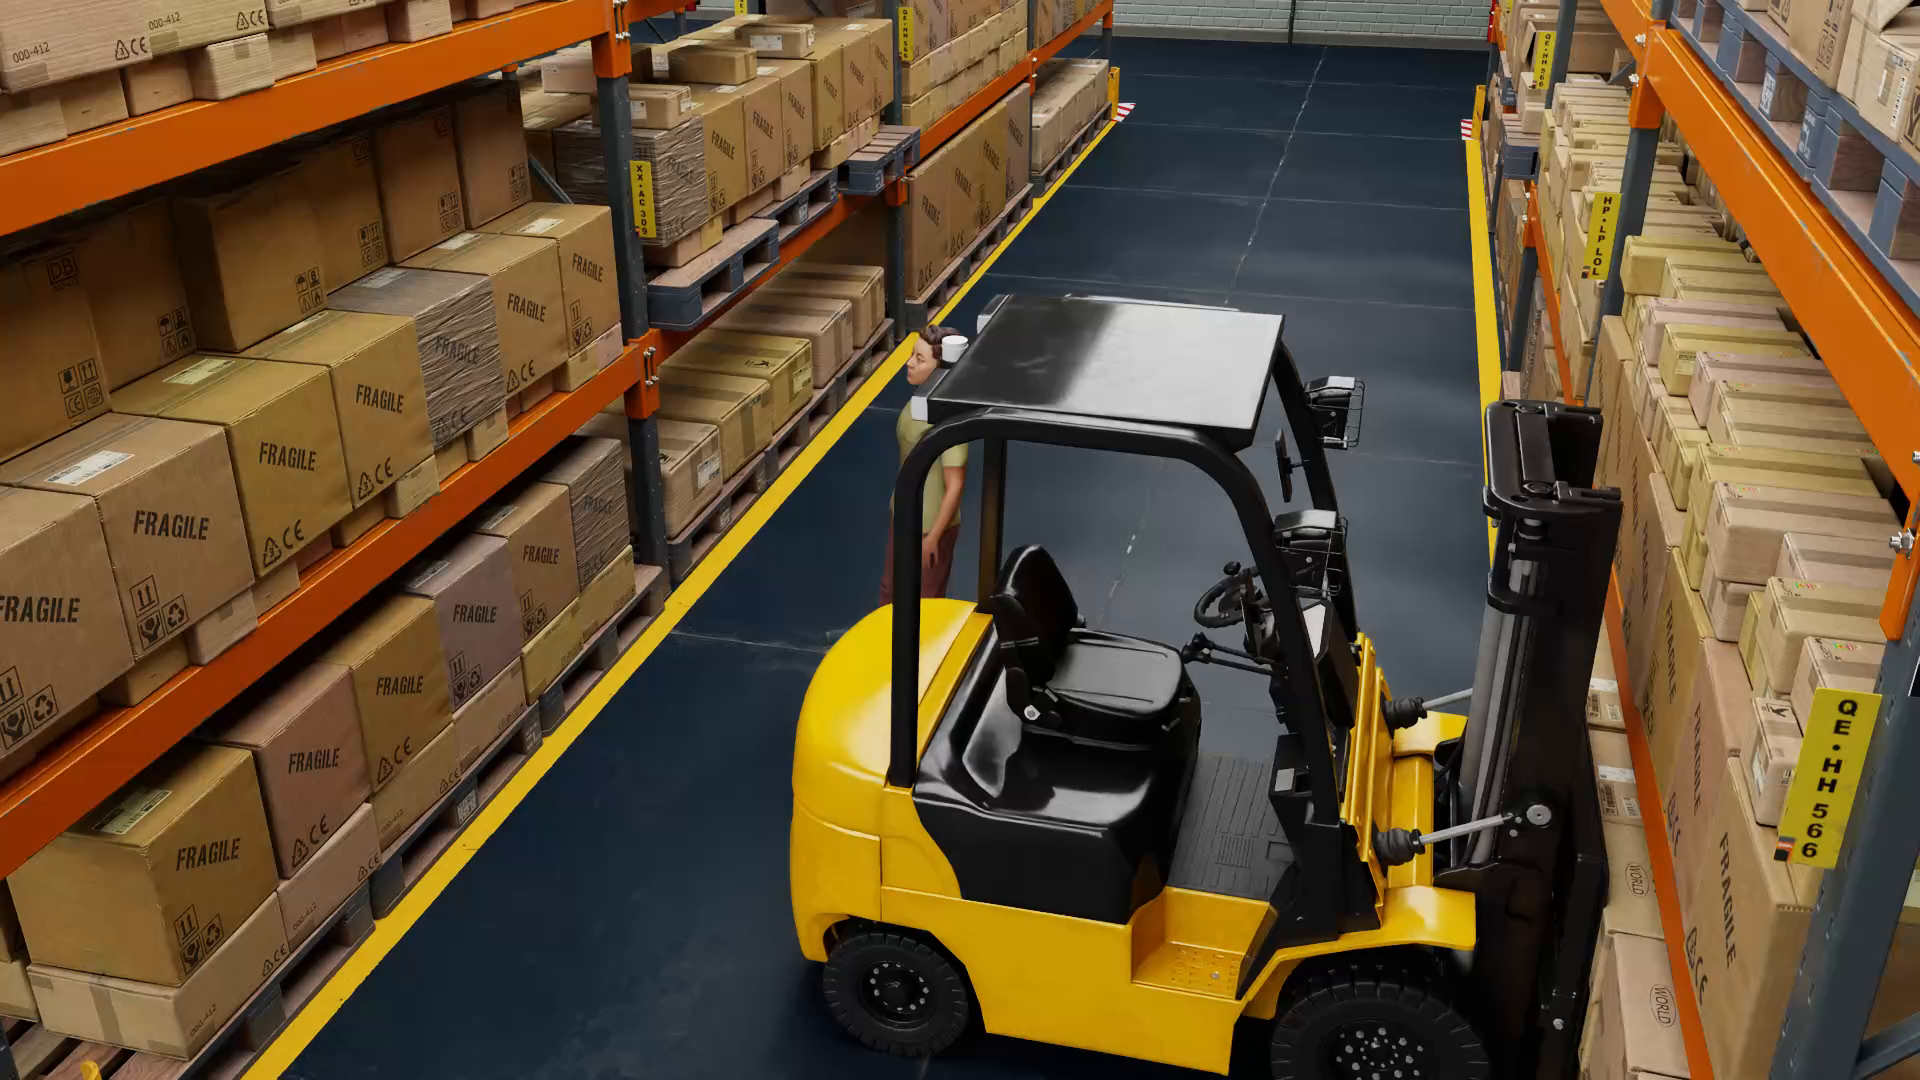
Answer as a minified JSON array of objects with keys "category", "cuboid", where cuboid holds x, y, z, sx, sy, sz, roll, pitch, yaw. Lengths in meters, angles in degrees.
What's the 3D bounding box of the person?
[{"category":"person","cuboid":[-0.215,-0.073,6.745,0.548,1.674,0.553,-6,26,-13]}]
